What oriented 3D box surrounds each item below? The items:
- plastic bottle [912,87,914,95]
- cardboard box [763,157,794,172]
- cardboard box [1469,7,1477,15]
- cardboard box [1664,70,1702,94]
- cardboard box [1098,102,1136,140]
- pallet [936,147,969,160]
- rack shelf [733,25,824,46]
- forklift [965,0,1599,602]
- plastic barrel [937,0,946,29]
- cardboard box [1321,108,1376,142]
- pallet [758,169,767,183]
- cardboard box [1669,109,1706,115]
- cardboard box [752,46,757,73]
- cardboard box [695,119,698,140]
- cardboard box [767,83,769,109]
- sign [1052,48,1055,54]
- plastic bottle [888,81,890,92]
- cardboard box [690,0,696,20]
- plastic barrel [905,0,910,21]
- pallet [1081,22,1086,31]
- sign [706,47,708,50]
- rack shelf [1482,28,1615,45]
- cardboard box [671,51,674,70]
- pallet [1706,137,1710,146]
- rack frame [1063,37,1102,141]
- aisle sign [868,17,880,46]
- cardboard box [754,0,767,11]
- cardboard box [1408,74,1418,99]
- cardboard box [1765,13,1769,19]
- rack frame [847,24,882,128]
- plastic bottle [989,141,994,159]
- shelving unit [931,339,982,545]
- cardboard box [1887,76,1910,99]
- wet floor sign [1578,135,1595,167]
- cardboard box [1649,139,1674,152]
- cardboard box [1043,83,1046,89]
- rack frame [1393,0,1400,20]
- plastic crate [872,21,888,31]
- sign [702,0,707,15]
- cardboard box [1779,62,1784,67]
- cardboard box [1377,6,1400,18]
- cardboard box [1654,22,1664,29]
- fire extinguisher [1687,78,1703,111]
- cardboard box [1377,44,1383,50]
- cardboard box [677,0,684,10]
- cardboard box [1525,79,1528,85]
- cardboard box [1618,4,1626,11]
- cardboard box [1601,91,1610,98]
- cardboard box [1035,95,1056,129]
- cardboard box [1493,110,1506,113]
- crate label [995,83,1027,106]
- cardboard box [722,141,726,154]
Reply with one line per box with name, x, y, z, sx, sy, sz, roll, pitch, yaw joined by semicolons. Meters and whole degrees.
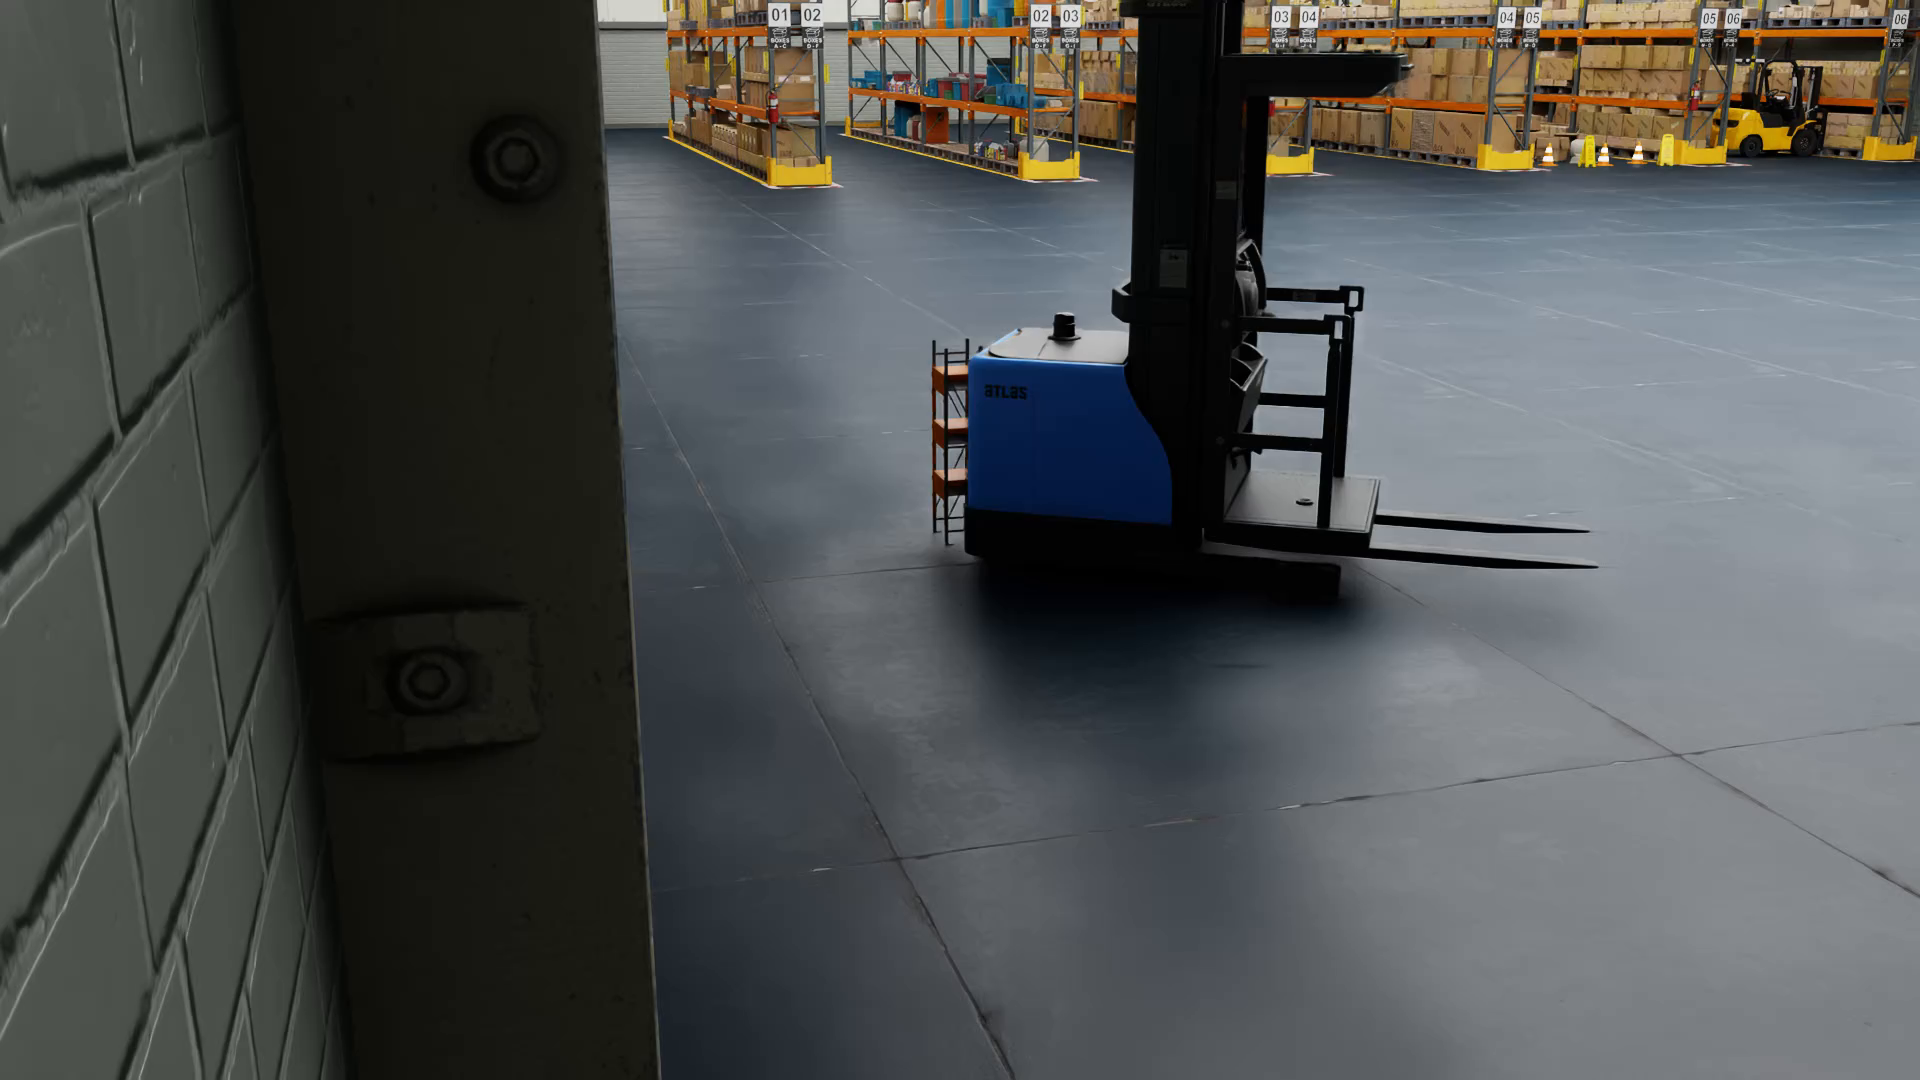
plastic bottle;-1.094;-10.803;39.979;0.097;0.201;0.097;0;17;0
cardboard box;-3.411;-7.048;31.182;0.500;0.250;0.500;-5;17;-15
cardboard box;10.786;-10.956;34.462;0.380;0.149;0.250;-4;17;-14
cardboard box;15.660;-9.923;36.013;0.500;0.500;0.500;-5;17;-16
cardboard box;4.178;-10.409;41.287;1.225;0.875;0.875;-6;18;-18
pallet;0.092;-8.752;37.654;1.003;0.211;1.213;-5;17;-15
rack shelf;-3.530;-9.684;31.944;1.077;0.370;4.000;-5;17;-15
forklift;1.600;-1.282;8.056;3.031;2.935;1.130;5;17;16
plastic barrel;-0.218;-11.859;37.188;0.600;0.830;0.708;-5;17;-15
cardboard box;9.469;-10.104;40.488;1.050;0.750;0.750;-4;17;-14
pallet;-3.230;-6.911;31.525;1.003;0.211;1.213;-5;17;-15
cardboard box;18.993;-10.920;43.423;0.875;0.625;0.625;-4;17;-13
cardboard box;-3.674;-9.413;32.579;0.700;0.500;0.500;-5;17;-15
cardboard box;-6.222;-10.071;40.779;0.500;0.500;0.500;-4;17;-14
cardboard box;-3.245;-8.361;31.332;0.700;0.500;0.500;-4;17;-14
sign;2.675;-13.953;47.697;0.100;0.325;0.005;-5;17;-15
plastic bottle;-1.787;-11.520;42.225;0.061;0.283;0.133;-5;17;-15
cardboard box;-6.210;-12.946;40.477;0.600;0.600;0.600;-6;18;-20
plastic barrel;-1.068;-13.240;41.475;0.600;0.588;0.600;0;17;0
pallet;3.548;-13.235;42.849;0.805;0.209;1.217;-5;18;-17
sign;-6.838;-13.208;45.080;0.100;0.325;0.005;-5;17;-15
rack shelf;14.426;-12.356;40.840;1.077;0.370;4.000;-5;17;-15
cardboard box;-7.358;-12.703;44.048;0.500;0.500;0.500;-5;17;-15
pallet;19.507;-9.969;41.705;1.003;0.211;1.213;-5;17;-15
rack frame;3.248;-12.140;44.084;1.000;3.000;0.127;-5;17;-15
aisle sign;-2.351;-14.143;46.234;0.394;0.787;0.004;-5;17;-15
cardboard box;-3.550;-9.969;30.931;0.500;0.250;0.500;-5;17;-15
cardboard box;10.529;-10.111;37.071;0.875;0.550;0.550;-5;17;-15
cardboard box;19.702;-12.919;40.999;0.380;0.149;0.250;-5;17;-15
rack frame;-2.613;-12.855;46.464;1.000;3.000;0.127;-5;17;-15
plastic bottle;0.676;-8.051;34.314;0.144;0.351;0.185;-5;17;-16
shelving unit;-0.016;-0.518;8.783;0.215;1.050;0.252;-5;17;-15
cardboard box;20.977;-10.204;37.467;0.500;0.500;0.500;-4;17;-13
wet floor sign;13.255;-8.206;35.080;0.267;0.644;0.232;-8;18;-25
cardboard box;15.587;-8.697;36.673;0.500;0.250;0.500;-5;17;-16
cardboard box;2.496;-12.433;45.498;0.380;0.149;0.250;-5;17;-16
rack frame;10.244;-13.164;37.067;1.000;3.000;0.127;-5;17;-15
plastic crate;-2.071;-13.331;43.128;0.416;0.233;0.300;-5;17;-15
sign;-5.701;-11.893;37.150;0.100;0.325;0.005;-5;17;-15
cardboard box;19.786;-11.358;39.664;0.380;0.149;0.250;-5;17;-16
cardboard box;9.896;-12.088;38.054;0.500;0.250;0.500;-5;17;-15
cardboard box;15.448;-11.280;36.444;0.380;0.149;0.250;-5;17;-16
fire extinguisher;15.663;-9.499;35.427;0.296;0.674;0.183;-5;17;-15
cardboard box;12.169;-14.107;47.594;0.380;0.149;0.250;-5;17;-16
cardboard box;-6.876;-13.866;42.705;0.700;0.500;0.500;-5;17;-15
cardboard box;14.184;-11.342;41.136;0.380;0.149;0.250;-4;17;-14
cardboard box;15.075;-12.013;37.498;0.380;0.149;0.250;-5;18;-17
cardboard box;15.009;-10.270;38.295;0.380;0.149;0.250;-4;17;-14
cardboard box;2.652;-12.007;46.607;0.875;0.875;0.875;-5;17;-15
cardboard box;13.766;-11.198;43.912;0.875;0.875;0.875;-5;17;-16
crate label;1.018;-8.934;33.349;0.502;0.435;0.616;-5;17;-15
cardboard box;-4.889;-8.543;36.161;0.500;0.250;0.500;-4;17;-14
